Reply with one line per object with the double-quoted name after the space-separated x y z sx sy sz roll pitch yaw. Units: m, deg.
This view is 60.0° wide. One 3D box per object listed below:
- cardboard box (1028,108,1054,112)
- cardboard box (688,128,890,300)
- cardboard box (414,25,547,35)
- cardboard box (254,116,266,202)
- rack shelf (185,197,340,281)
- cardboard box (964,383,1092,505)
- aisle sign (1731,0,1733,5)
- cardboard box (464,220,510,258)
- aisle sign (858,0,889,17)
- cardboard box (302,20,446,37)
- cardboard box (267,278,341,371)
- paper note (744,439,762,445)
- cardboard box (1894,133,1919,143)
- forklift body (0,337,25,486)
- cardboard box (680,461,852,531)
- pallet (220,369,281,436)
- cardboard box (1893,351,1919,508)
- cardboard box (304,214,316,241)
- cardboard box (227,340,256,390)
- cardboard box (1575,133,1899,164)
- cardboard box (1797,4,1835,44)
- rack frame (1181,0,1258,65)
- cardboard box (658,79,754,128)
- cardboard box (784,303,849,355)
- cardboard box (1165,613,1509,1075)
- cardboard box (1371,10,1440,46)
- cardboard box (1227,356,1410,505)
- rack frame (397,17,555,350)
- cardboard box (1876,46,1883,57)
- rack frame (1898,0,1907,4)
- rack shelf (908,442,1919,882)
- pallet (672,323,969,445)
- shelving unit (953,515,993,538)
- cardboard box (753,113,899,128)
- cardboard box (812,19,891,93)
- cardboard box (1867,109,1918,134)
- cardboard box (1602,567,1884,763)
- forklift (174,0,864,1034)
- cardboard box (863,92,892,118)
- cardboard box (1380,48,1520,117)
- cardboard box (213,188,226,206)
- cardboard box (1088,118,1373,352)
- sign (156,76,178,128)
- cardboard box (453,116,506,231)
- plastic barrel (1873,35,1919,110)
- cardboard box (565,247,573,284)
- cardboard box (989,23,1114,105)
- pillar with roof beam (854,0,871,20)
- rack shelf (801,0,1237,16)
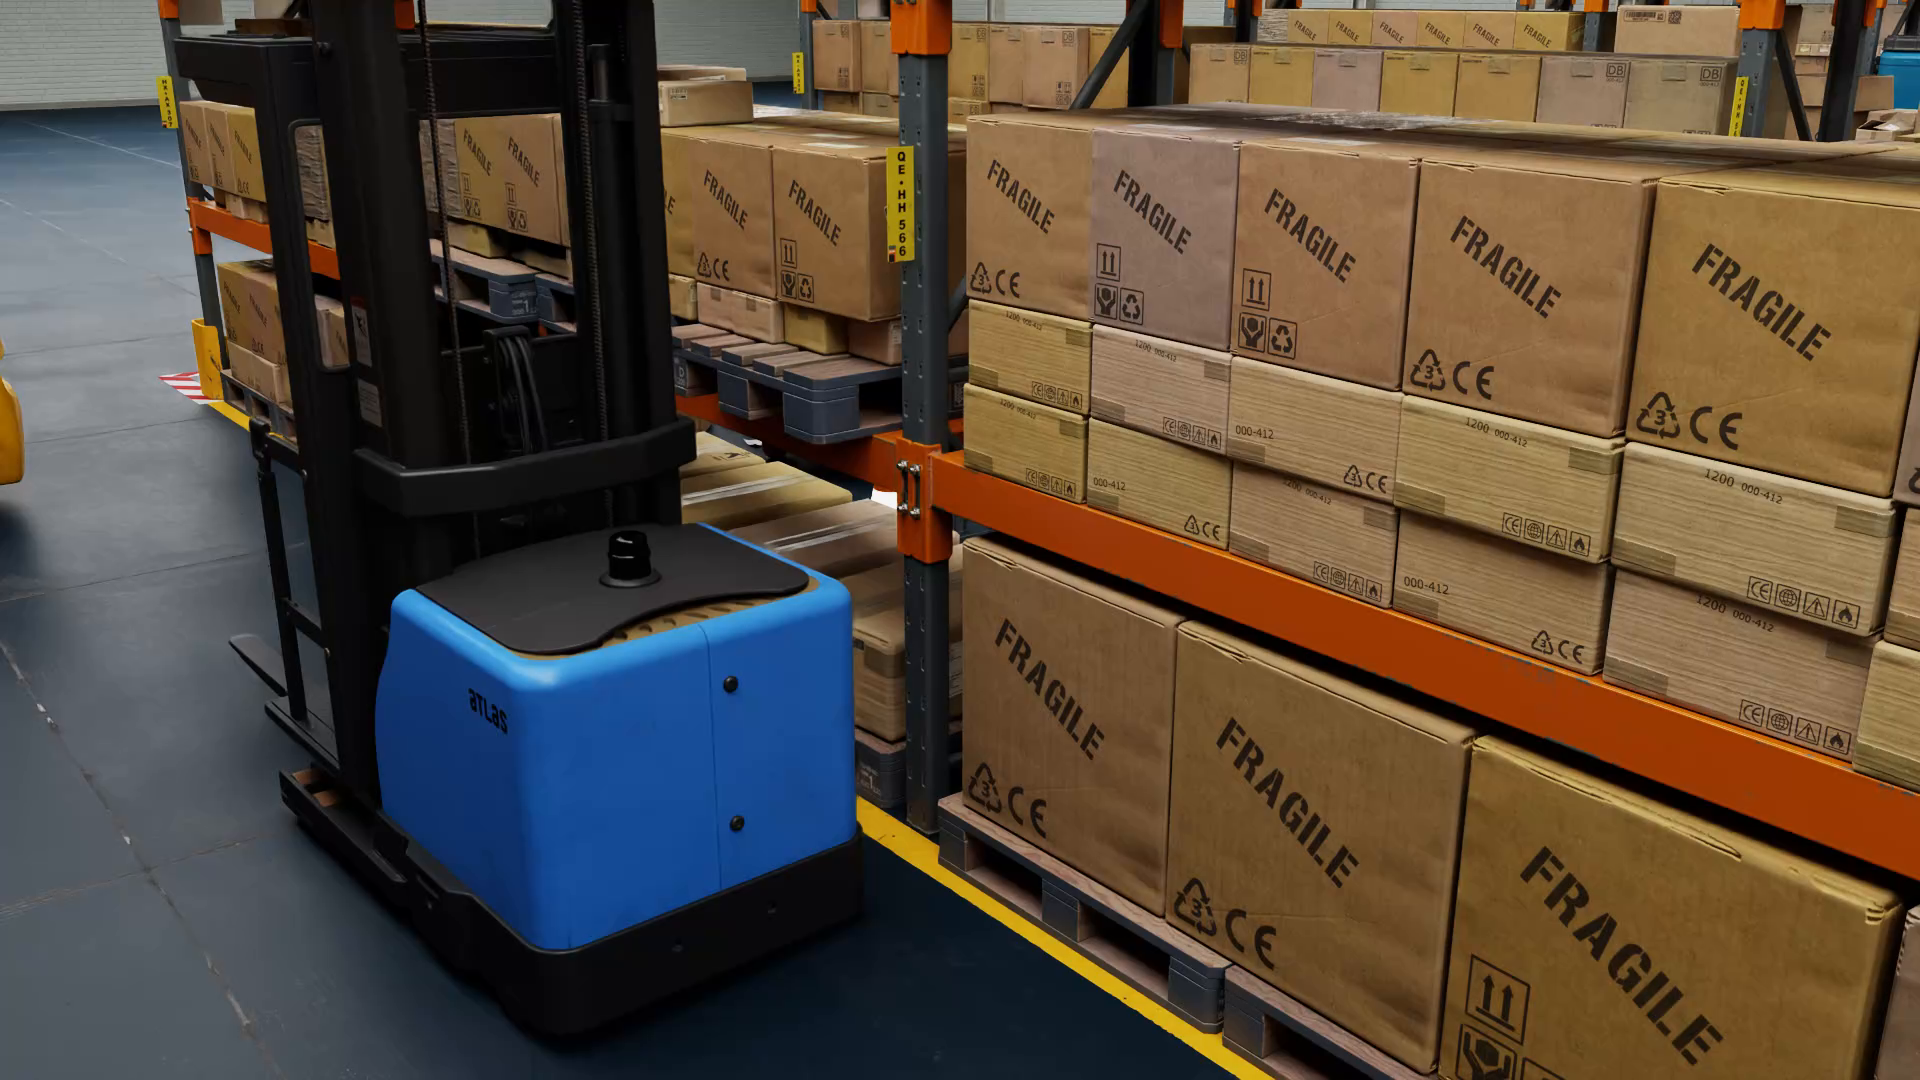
0.988 -2.831 11.901 0.875 0.550 0.550 -14 23 -36 "cardboard box"
-0.578 -1.134 5.716 0.500 0.500 0.500 -14 23 -37 "cardboard box"
-2.335 -2.363 8.504 0.700 0.500 0.500 -14 23 -37 "cardboard box"
-3.676 -2.176 9.531 0.500 0.500 0.500 -15 23 -37 "cardboard box"
-3.474 -1.700 9.870 1.077 0.370 4.000 -14 23 -36 "rack shelf"
0.358 -0.322 4.803 0.500 0.250 0.500 -14 23 -37 "cardboard box"
10.540 -7.592 22.382 0.394 0.787 0.004 -14 23 -36 "aisle sign"
-1.989 -1.368 7.453 0.380 0.149 0.250 -13 23 -35 "cardboard box"
-0.707 -4.836 14.059 0.394 0.787 0.004 -14 23 -36 "aisle sign"
-3.522 -2.883 10.074 0.700 0.500 0.500 -14 23 -37 "cardboard box"
-3.783 -1.273 9.948 0.500 0.500 0.500 -13 23 -35 "cardboard box"
-1.224 -0.603 10.135 0.148 0.019 0.142 -14 23 -36 "paper note"
4.733 -1.886 8.070 0.380 0.149 0.250 -15 24 -38 "cardboard box"
-5.997 -1.051 8.114 2.313 2.155 1.214 -14 23 -36 "forklift body"
-1.022 -0.025 7.177 0.950 0.372 0.625 -13 22 -34 "cardboard box"
-4.192 -0.985 11.001 1.003 0.211 1.213 -14 23 -36 "pallet"
1.934 -0.287 2.707 0.500 0.500 0.500 -13 23 -35 "cardboard box"
-3.440 -1.768 9.330 0.380 0.149 0.250 -14 23 -37 "cardboard box"
-4.432 -1.176 10.848 0.500 0.250 0.500 -14 23 -37 "cardboard box"
1.714 -0.634 3.757 0.500 0.500 0.500 -14 23 -37 "cardboard box"
11.464 -6.806 21.920 0.700 0.500 0.500 -15 23 -38 "cardboard box"
1.585 -2.540 11.261 1.000 3.000 0.127 -14 23 -36 "rack frame"
-0.986 -1.607 6.113 0.380 0.149 0.250 -15 24 -39 "cardboard box"
-0.360 -0.730 5.527 0.380 0.149 0.250 -14 23 -35 "cardboard box"
1.166 0.653 4.331 0.875 0.875 0.875 -14 23 -35 "cardboard box"
4.112 -4.574 15.181 0.500 0.500 0.500 -14 23 -36 "cardboard box"
0.992 -0.304 3.951 0.500 0.250 0.500 -14 23 -36 "cardboard box"
-2.232 -1.549 8.268 1.000 3.000 0.127 -14 23 -36 "rack frame"
11.849 -6.239 21.241 0.380 0.149 0.250 -14 23 -36 "cardboard box"
14.701 -7.369 25.845 1.000 3.000 0.127 -14 23 -36 "rack frame"
1.493 0.271 3.917 1.077 0.370 4.000 -14 23 -36 "rack shelf"
-0.275 -0.627 5.790 1.213 0.211 1.003 -14 23 -36 "pallet"
0.005 -0.425 8.215 0.258 0.900 0.210 -14 23 -36 "shelving unit"
-0.511 -1.364 6.410 0.500 0.500 0.500 -14 23 -35 "cardboard box"
-0.698 -4.010 13.746 0.875 0.550 0.550 -14 23 -36 "cardboard box"
7.159 -3.084 12.473 0.500 0.250 0.500 -15 23 -38 "cardboard box"
1.645 0.178 3.290 0.500 0.250 0.500 -15 23 -38 "cardboard box"
-1.619 -0.504 5.222 1.130 2.935 3.031 -15 23 -38 "forklift"
-0.274 -3.383 13.569 0.875 0.550 0.550 -14 23 -36 "cardboard box"
2.845 -2.565 9.588 0.700 0.500 0.500 -14 23 -37 "cardboard box"
-4.667 -2.291 10.910 0.380 0.149 0.250 -14 23 -36 "cardboard box"
0.681 -0.796 4.244 0.500 0.500 0.500 -14 23 -36 "cardboard box"
-5.141 -2.840 10.789 0.100 0.325 0.005 -14 23 -36 "sign"
-1.854 -1.642 7.250 0.500 0.500 0.500 -14 23 -36 "cardboard box"
9.421 -4.533 16.484 0.600 0.901 0.708 -14 23 -36 "plastic barrel"
-1.349 -1.105 6.658 0.380 0.149 0.250 -13 22 -34 "cardboard box"
0.723 -3.494 12.186 0.875 0.550 0.550 -14 23 -36 "cardboard box"
-6.187 -16.765 44.678 9.100 9.000 0.400 -14 23 -36 "pillar with roof beam"
0.344 -4.115 12.391 1.077 0.370 4.000 -14 23 -36 "rack shelf"
